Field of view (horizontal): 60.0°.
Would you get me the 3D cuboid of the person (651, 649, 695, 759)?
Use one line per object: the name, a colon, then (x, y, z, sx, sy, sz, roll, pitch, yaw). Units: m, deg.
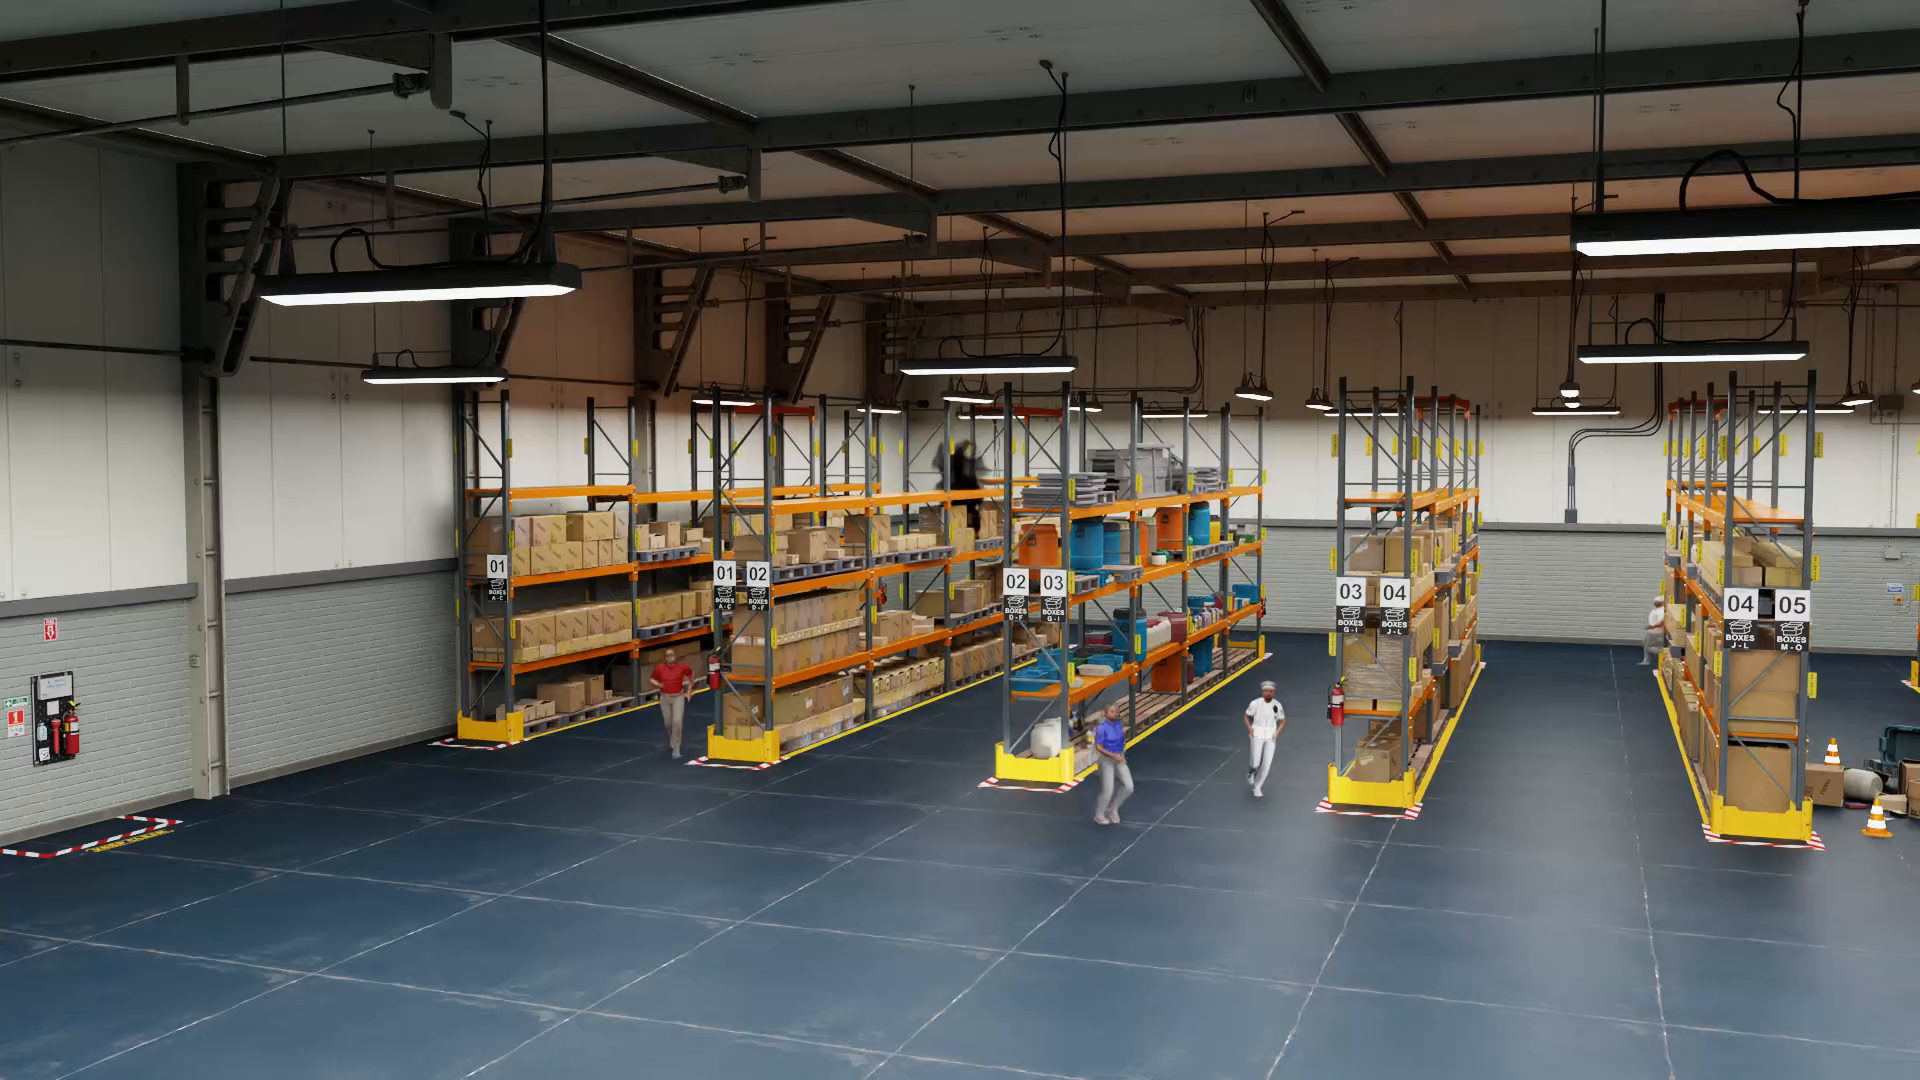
person: (-4.724, 2.648, 27.284, 0.693, 1.756, 0.935, 0, 3, 1)

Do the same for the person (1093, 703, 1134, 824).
person: (2.031, 2.969, 22.049, 0.548, 1.619, 0.618, -2, 4, -34)

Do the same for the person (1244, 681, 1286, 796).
person: (4.426, 2.856, 24.158, 0.600, 1.663, 0.544, 0, 3, 2)

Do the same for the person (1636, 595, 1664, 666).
person: (15.824, 2.079, 37.949, 0.730, 1.690, 0.777, 2, 3, 26)
